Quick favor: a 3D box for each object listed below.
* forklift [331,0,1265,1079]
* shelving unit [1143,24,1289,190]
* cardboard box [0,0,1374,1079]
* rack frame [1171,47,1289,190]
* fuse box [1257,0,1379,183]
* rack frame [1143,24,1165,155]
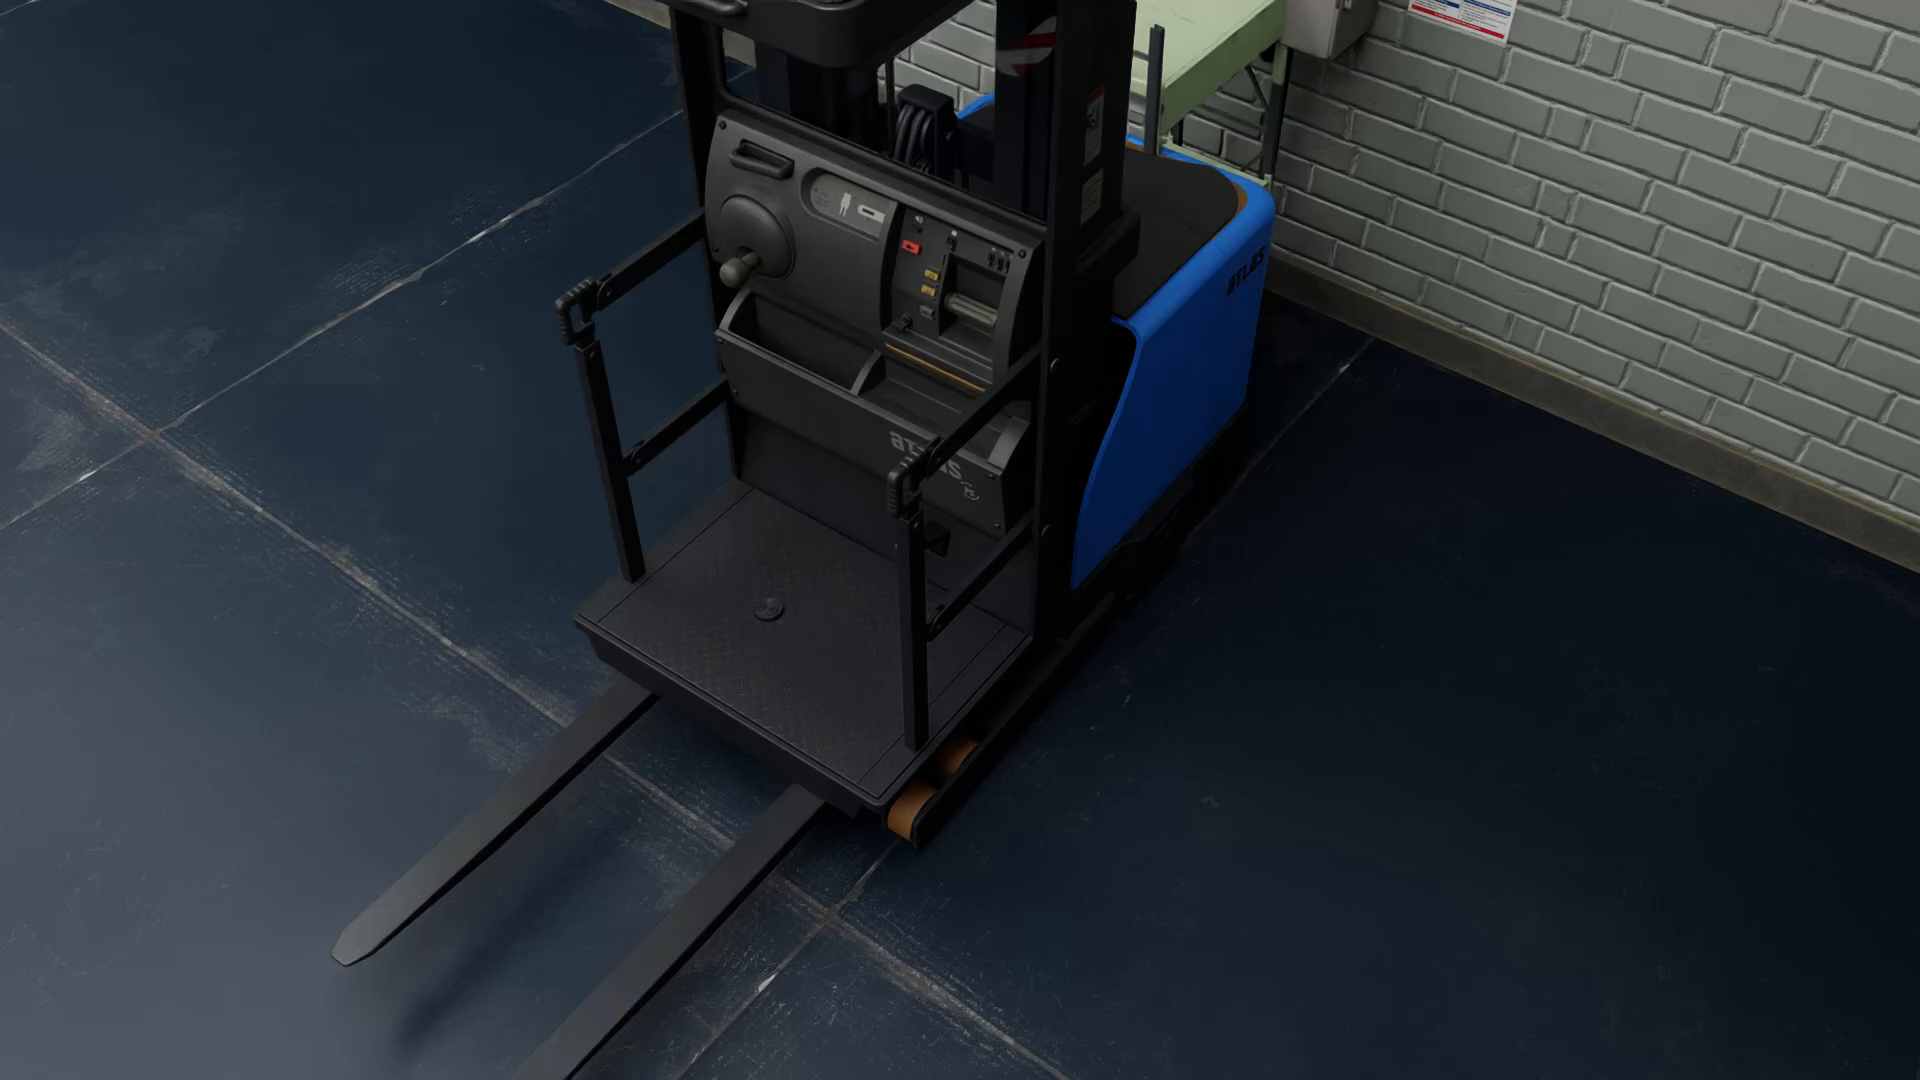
[{"bbox_3d":[-0.390,-0.554,3.813,1.107,2.843,2.937,28,52,24],"label":"forklift"},{"bbox_3d":[0.655,-1.198,5.366,0.400,1.500,0.755,30,56,26],"label":"shelving unit"},{"bbox_3d":[-4.927,1.261,2.974,6.103,1.550,13.522,28,53,24],"label":"cardboard box"},{"bbox_3d":[0.885,-1.414,5.550,0.400,1.500,0.023,30,56,26],"label":"rack frame"},{"bbox_3d":[0.998,-1.426,5.429,0.539,1.711,0.414,29,53,25],"label":"fuse box"},{"bbox_3d":[0.424,-0.981,5.181,0.400,1.500,0.023,30,56,26],"label":"rack frame"}]
